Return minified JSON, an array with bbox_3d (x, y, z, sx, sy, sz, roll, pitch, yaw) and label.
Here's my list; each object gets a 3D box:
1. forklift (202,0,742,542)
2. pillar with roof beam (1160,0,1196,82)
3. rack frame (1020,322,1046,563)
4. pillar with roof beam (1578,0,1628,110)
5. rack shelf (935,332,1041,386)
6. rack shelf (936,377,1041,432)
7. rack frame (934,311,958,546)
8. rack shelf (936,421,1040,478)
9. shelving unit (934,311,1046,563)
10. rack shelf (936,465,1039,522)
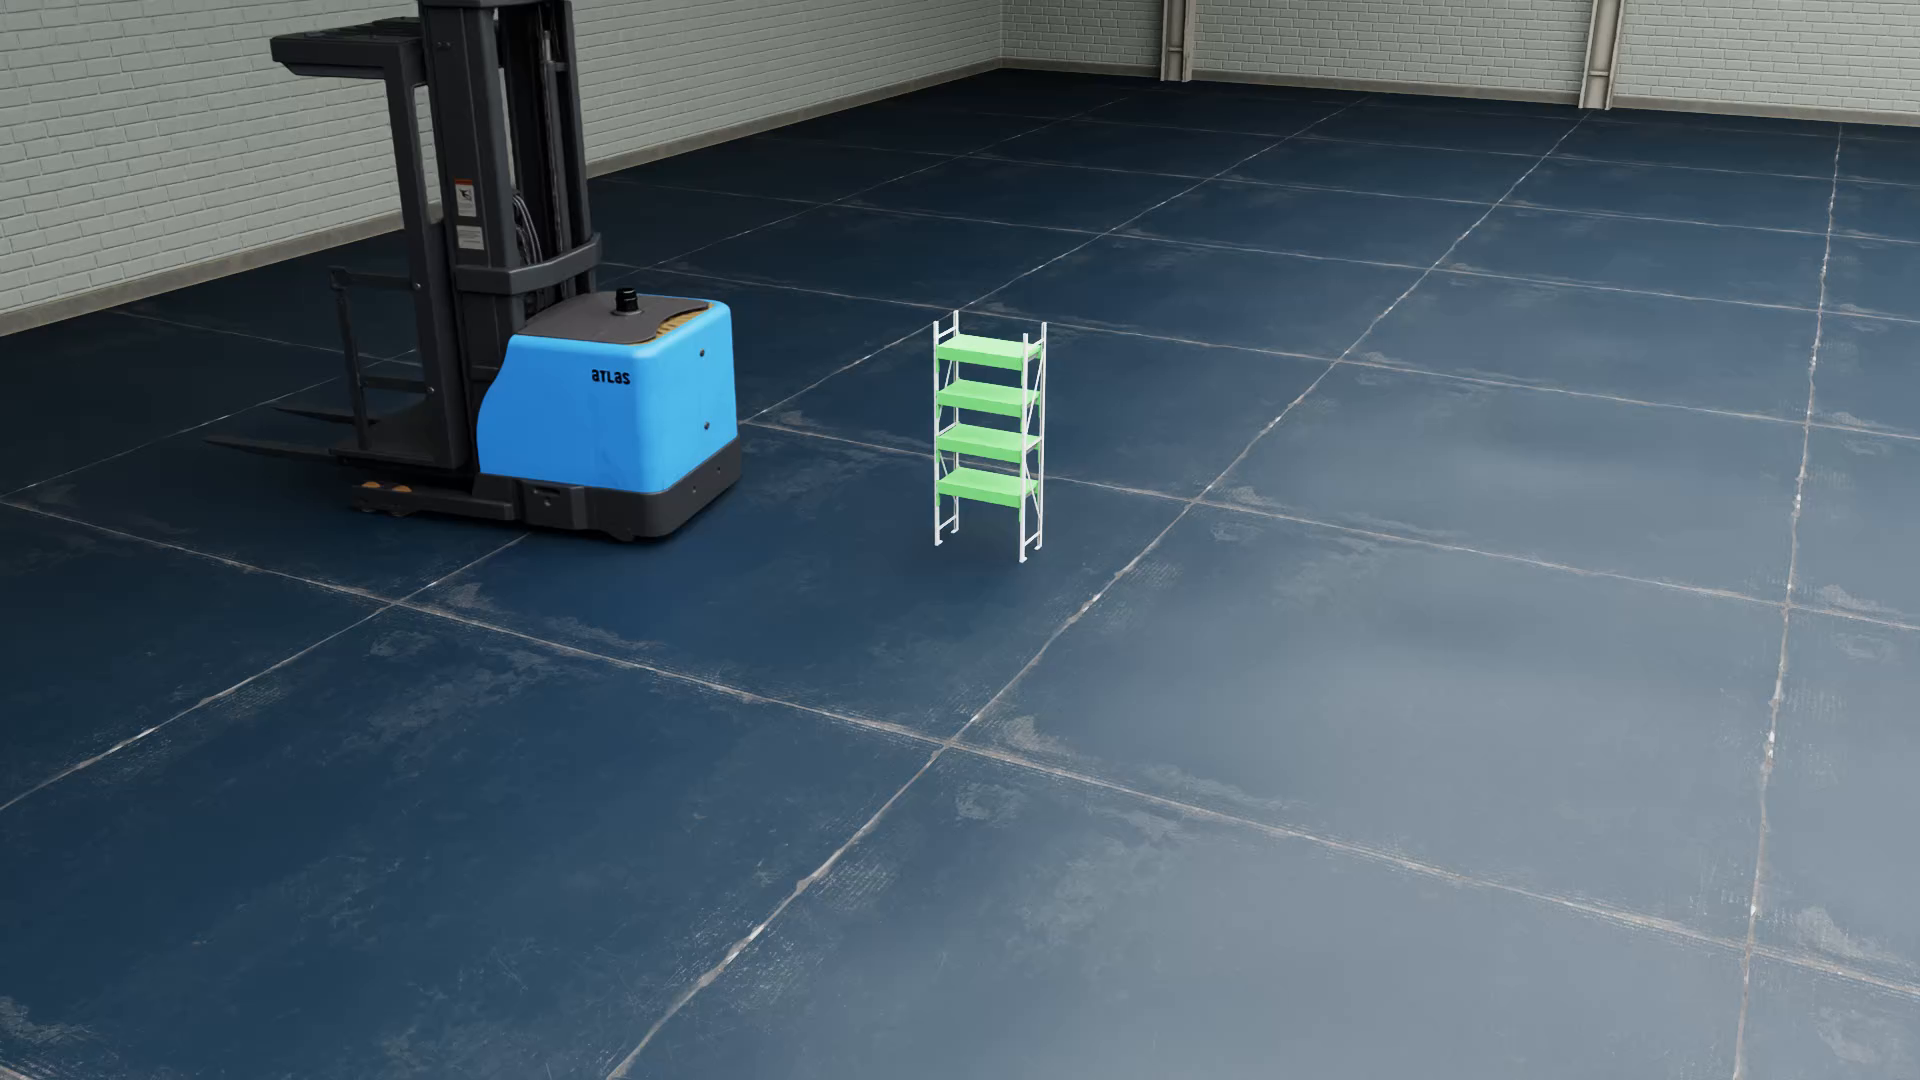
[{"bbox_3d":[-2.810,-1.663,8.914,3.031,2.935,1.130,7,24,16],"label":"forklift"},{"bbox_3d":[1.310,-9.562,19.735,0.400,9.000,9.100,11,25,25],"label":"pillar with roof beam"},{"bbox_3d":[0.365,-0.480,8.345,0.015,1.200,0.240,11,25,25],"label":"rack frame"},{"bbox_3d":[6.664,-8.502,17.243,0.400,9.000,9.100,11,25,25],"label":"pillar with roof beam"},{"bbox_3d":[0.148,-0.906,8.284,0.480,0.148,0.258,11,25,25],"label":"rack shelf"},{"bbox_3d":[0.148,-0.685,8.378,0.480,0.148,0.258,11,25,25],"label":"rack shelf"},{"bbox_3d":[-0.070,-0.566,8.548,0.015,1.200,0.240,11,25,25],"label":"rack frame"},{"bbox_3d":[0.148,-0.464,8.471,0.480,0.148,0.258,11,25,25],"label":"rack shelf"},{"bbox_3d":[0.148,-0.523,8.446,0.503,1.200,0.258,11,25,25],"label":"shelving unit"},{"bbox_3d":[0.148,-0.243,8.565,0.480,0.148,0.258,11,25,25],"label":"rack shelf"}]
